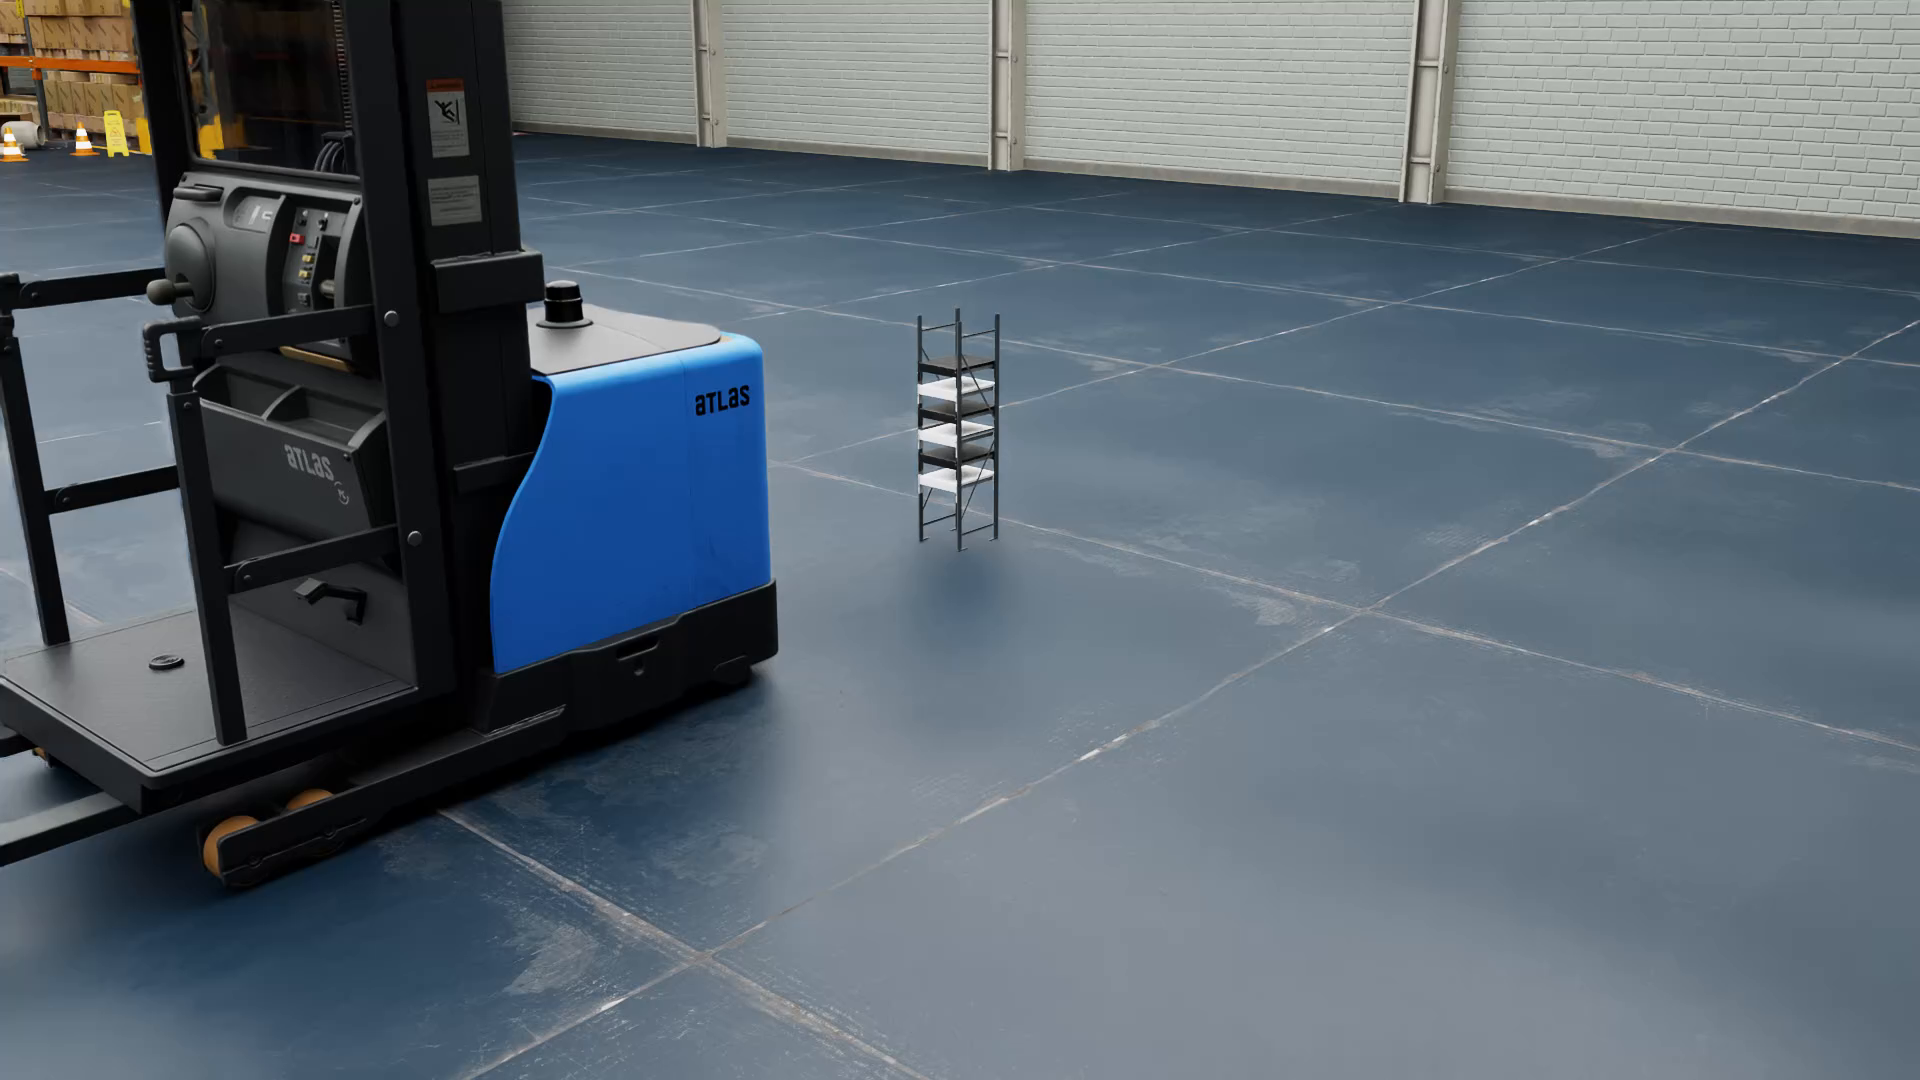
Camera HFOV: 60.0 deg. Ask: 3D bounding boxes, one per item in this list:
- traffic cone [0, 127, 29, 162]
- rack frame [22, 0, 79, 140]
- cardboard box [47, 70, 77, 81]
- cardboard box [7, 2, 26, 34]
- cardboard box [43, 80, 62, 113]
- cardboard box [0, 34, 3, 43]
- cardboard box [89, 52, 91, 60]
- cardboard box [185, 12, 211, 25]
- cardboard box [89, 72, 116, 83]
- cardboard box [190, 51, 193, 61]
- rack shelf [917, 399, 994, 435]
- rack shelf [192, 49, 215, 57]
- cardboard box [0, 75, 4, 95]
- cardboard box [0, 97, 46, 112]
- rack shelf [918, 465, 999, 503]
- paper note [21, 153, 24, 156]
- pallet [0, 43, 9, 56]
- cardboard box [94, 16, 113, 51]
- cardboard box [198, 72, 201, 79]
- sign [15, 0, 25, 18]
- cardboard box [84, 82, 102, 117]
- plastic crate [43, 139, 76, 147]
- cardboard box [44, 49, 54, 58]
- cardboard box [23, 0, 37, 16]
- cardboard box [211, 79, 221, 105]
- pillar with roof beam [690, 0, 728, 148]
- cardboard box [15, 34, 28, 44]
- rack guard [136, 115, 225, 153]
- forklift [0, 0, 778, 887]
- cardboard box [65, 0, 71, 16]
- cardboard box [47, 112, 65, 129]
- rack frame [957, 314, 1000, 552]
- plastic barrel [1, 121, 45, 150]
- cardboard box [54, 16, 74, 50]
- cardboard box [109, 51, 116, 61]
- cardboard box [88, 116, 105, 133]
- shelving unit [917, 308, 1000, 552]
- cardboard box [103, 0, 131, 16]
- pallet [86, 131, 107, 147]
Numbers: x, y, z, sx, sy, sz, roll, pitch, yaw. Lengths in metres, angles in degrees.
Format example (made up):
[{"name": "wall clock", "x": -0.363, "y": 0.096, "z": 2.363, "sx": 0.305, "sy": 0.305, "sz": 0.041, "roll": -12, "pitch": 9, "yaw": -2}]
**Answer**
[{"name": "traffic cone", "x": -13.386, "y": -5.587, "z": 23.450, "sx": 0.334, "sy": 0.463, "sz": 0.336, "roll": 15, "pitch": 23, "yaw": 39}, {"name": "rack frame", "x": -14.717, "y": -8.124, "z": 27.251, "sx": 0.127, "sy": 3.000, "sz": 1.000, "roll": 15, "pitch": 23, "yaw": 39}, {"name": "cardboard box", "x": -14.402, "y": -7.462, "z": 26.704, "sx": 0.250, "sy": 0.149, "sz": 0.380, "roll": 15, "pitch": 23, "yaw": 40}, {"name": "cardboard box", "x": -15.215, "y": -8.554, "z": 27.256, "sx": 0.500, "sy": 0.500, "sz": 0.500, "roll": 15, "pitch": 23, "yaw": 38}, {"name": "cardboard box", "x": -14.455, "y": -7.191, "z": 26.924, "sx": 0.500, "sy": 0.500, "sz": 0.500, "roll": 16, "pitch": 24, "yaw": 42}, {"name": "cardboard box", "x": -15.880, "y": -8.396, "z": 27.830, "sx": 0.250, "sy": 0.149, "sz": 0.380, "roll": 15, "pitch": 23, "yaw": 40}, {"name": "cardboard box", "x": -13.278, "y": -7.539, "z": 25.823, "sx": 0.250, "sy": 0.149, "sz": 0.380, "roll": 15, "pitch": 23, "yaw": 39}, {"name": "cardboard box", "x": -15.761, "y": -10.586, "z": 34.144, "sx": 0.637, "sy": 0.503, "sz": 0.797, "roll": 14, "pitch": 23, "yaw": 38}, {"name": "cardboard box", "x": -13.199, "y": -7.142, "z": 25.696, "sx": 0.250, "sy": 0.149, "sz": 0.380, "roll": 16, "pitch": 24, "yaw": 42}, {"name": "cardboard box", "x": -11.842, "y": -7.316, "z": 25.121, "sx": 0.250, "sy": 0.149, "sz": 0.380, "roll": 15, "pitch": 23, "yaw": 39}, {"name": "rack shelf", "x": -0.006, "y": -0.485, "z": 6.464, "sx": 0.200, "sy": 0.077, "sz": 0.258, "roll": 15, "pitch": 23, "yaw": 39}, {"name": "rack shelf", "x": -15.913, "y": -10.109, "z": 34.697, "sx": 4.000, "sy": 0.370, "sz": 1.077, "roll": 15, "pitch": 23, "yaw": 39}, {"name": "cardboard box", "x": -18.171, "y": -8.272, "z": 30.536, "sx": 0.875, "sy": 0.875, "sz": 0.875, "roll": 15, "pitch": 23, "yaw": 39}, {"name": "cardboard box", "x": -16.172, "y": -7.459, "z": 28.806, "sx": 0.625, "sy": 0.372, "sz": 0.950, "roll": 16, "pitch": 24, "yaw": 41}, {"name": "rack shelf", "x": -0.006, "y": -0.227, "z": 6.545, "sx": 0.200, "sy": 0.077, "sz": 0.258, "roll": 15, "pitch": 23, "yaw": 39}, {"name": "paper note", "x": -13.754, "y": -5.645, "z": 24.348, "sx": 0.142, "sy": 0.019, "sz": 0.148, "roll": 7, "pitch": 19, "yaw": 21}, {"name": "pallet", "x": -16.201, "y": -8.447, "z": 28.587, "sx": 1.213, "sy": 0.211, "sz": 1.003, "roll": 15, "pitch": 23, "yaw": 39}, {"name": "cardboard box", "x": -12.686, "y": -7.658, "z": 25.127, "sx": 0.500, "sy": 0.500, "sz": 0.500, "roll": 15, "pitch": 23, "yaw": 39}, {"name": "cardboard box", "x": -15.347, "y": -9.521, "z": 34.019, "sx": 0.250, "sy": 0.149, "sz": 0.380, "roll": 14, "pitch": 22, "yaw": 37}, {"name": "sign", "x": -15.083, "y": -8.549, "z": 26.678, "sx": 0.005, "sy": 0.325, "sz": 0.100, "roll": 15, "pitch": 23, "yaw": 39}, {"name": "cardboard box", "x": -13.263, "y": -6.876, "z": 25.932, "sx": 0.500, "sy": 0.500, "sz": 0.500, "roll": 14, "pitch": 23, "yaw": 38}, {"name": "plastic crate", "x": -14.087, "y": -6.231, "z": 26.115, "sx": 0.583, "sy": 0.080, "sz": 0.402, "roll": 7, "pitch": 19, "yaw": 21}, {"name": "cardboard box", "x": -14.471, "y": -7.829, "z": 26.738, "sx": 0.250, "sy": 0.149, "sz": 0.380, "roll": 16, "pitch": 24, "yaw": 41}, {"name": "cardboard box", "x": -14.532, "y": -8.652, "z": 26.607, "sx": 0.500, "sy": 0.500, "sz": 0.700, "roll": 15, "pitch": 23, "yaw": 39}, {"name": "cardboard box", "x": -14.876, "y": -9.096, "z": 33.751, "sx": 0.500, "sy": 0.500, "sz": 0.500, "roll": 16, "pitch": 24, "yaw": 41}, {"name": "pillar with roof beam", "x": -6.726, "y": -9.469, "z": 21.572, "sx": 0.400, "sy": 9.000, "sz": 9.100, "roll": 15, "pitch": 23, "yaw": 39}, {"name": "cardboard box", "x": -15.285, "y": -8.245, "z": 27.354, "sx": 0.250, "sy": 0.149, "sz": 0.380, "roll": 15, "pitch": 23, "yaw": 40}, {"name": "rack guard", "x": -11.782, "y": -6.144, "z": 25.146, "sx": 0.348, "sy": 0.500, "sz": 1.175, "roll": 15, "pitch": 23, "yaw": 39}, {"name": "forklift", "x": -1.918, "y": -0.737, "z": 4.088, "sx": 1.130, "sy": 2.935, "sz": 3.031, "roll": 15, "pitch": 23, "yaw": 39}, {"name": "cardboard box", "x": -13.357, "y": -8.354, "z": 25.666, "sx": 0.500, "sy": 0.500, "sz": 0.700, "roll": 15, "pitch": 23, "yaw": 39}, {"name": "cardboard box", "x": -14.455, "y": -6.834, "z": 27.037, "sx": 0.500, "sy": 0.250, "sz": 0.500, "roll": 14, "pitch": 22, "yaw": 37}, {"name": "rack frame", "x": 0.070, "y": -0.410, "z": 6.416, "sx": 0.006, "sy": 0.900, "sz": 0.240, "roll": 15, "pitch": 23, "yaw": 39}, {"name": "plastic barrel", "x": -14.275, "y": -6.165, "z": 25.337, "sx": 0.512, "sy": 0.421, "sz": 0.421, "roll": -3, "pitch": 18, "yaw": -8}, {"name": "cardboard box", "x": -13.815, "y": -7.963, "z": 26.086, "sx": 0.500, "sy": 0.500, "sz": 0.500, "roll": 15, "pitch": 23, "yaw": 39}, {"name": "cardboard box", "x": -12.588, "y": -7.310, "z": 25.101, "sx": 0.250, "sy": 0.149, "sz": 0.380, "roll": 15, "pitch": 23, "yaw": 38}, {"name": "cardboard box", "x": -13.286, "y": -6.521, "z": 26.053, "sx": 0.500, "sy": 0.250, "sz": 0.500, "roll": 14, "pitch": 22, "yaw": 37}, {"name": "shelving unit", "x": -0.006, "y": -0.431, "z": 6.481, "sx": 0.210, "sy": 0.900, "sz": 0.258, "roll": 15, "pitch": 23, "yaw": 39}, {"name": "cardboard box", "x": -12.253, "y": -8.040, "z": 24.676, "sx": 0.500, "sy": 0.500, "sz": 0.700, "roll": 14, "pitch": 23, "yaw": 38}, {"name": "pallet", "x": -13.275, "y": -6.423, "z": 26.501, "sx": 1.213, "sy": 0.211, "sz": 1.003, "roll": 15, "pitch": 23, "yaw": 39}]
